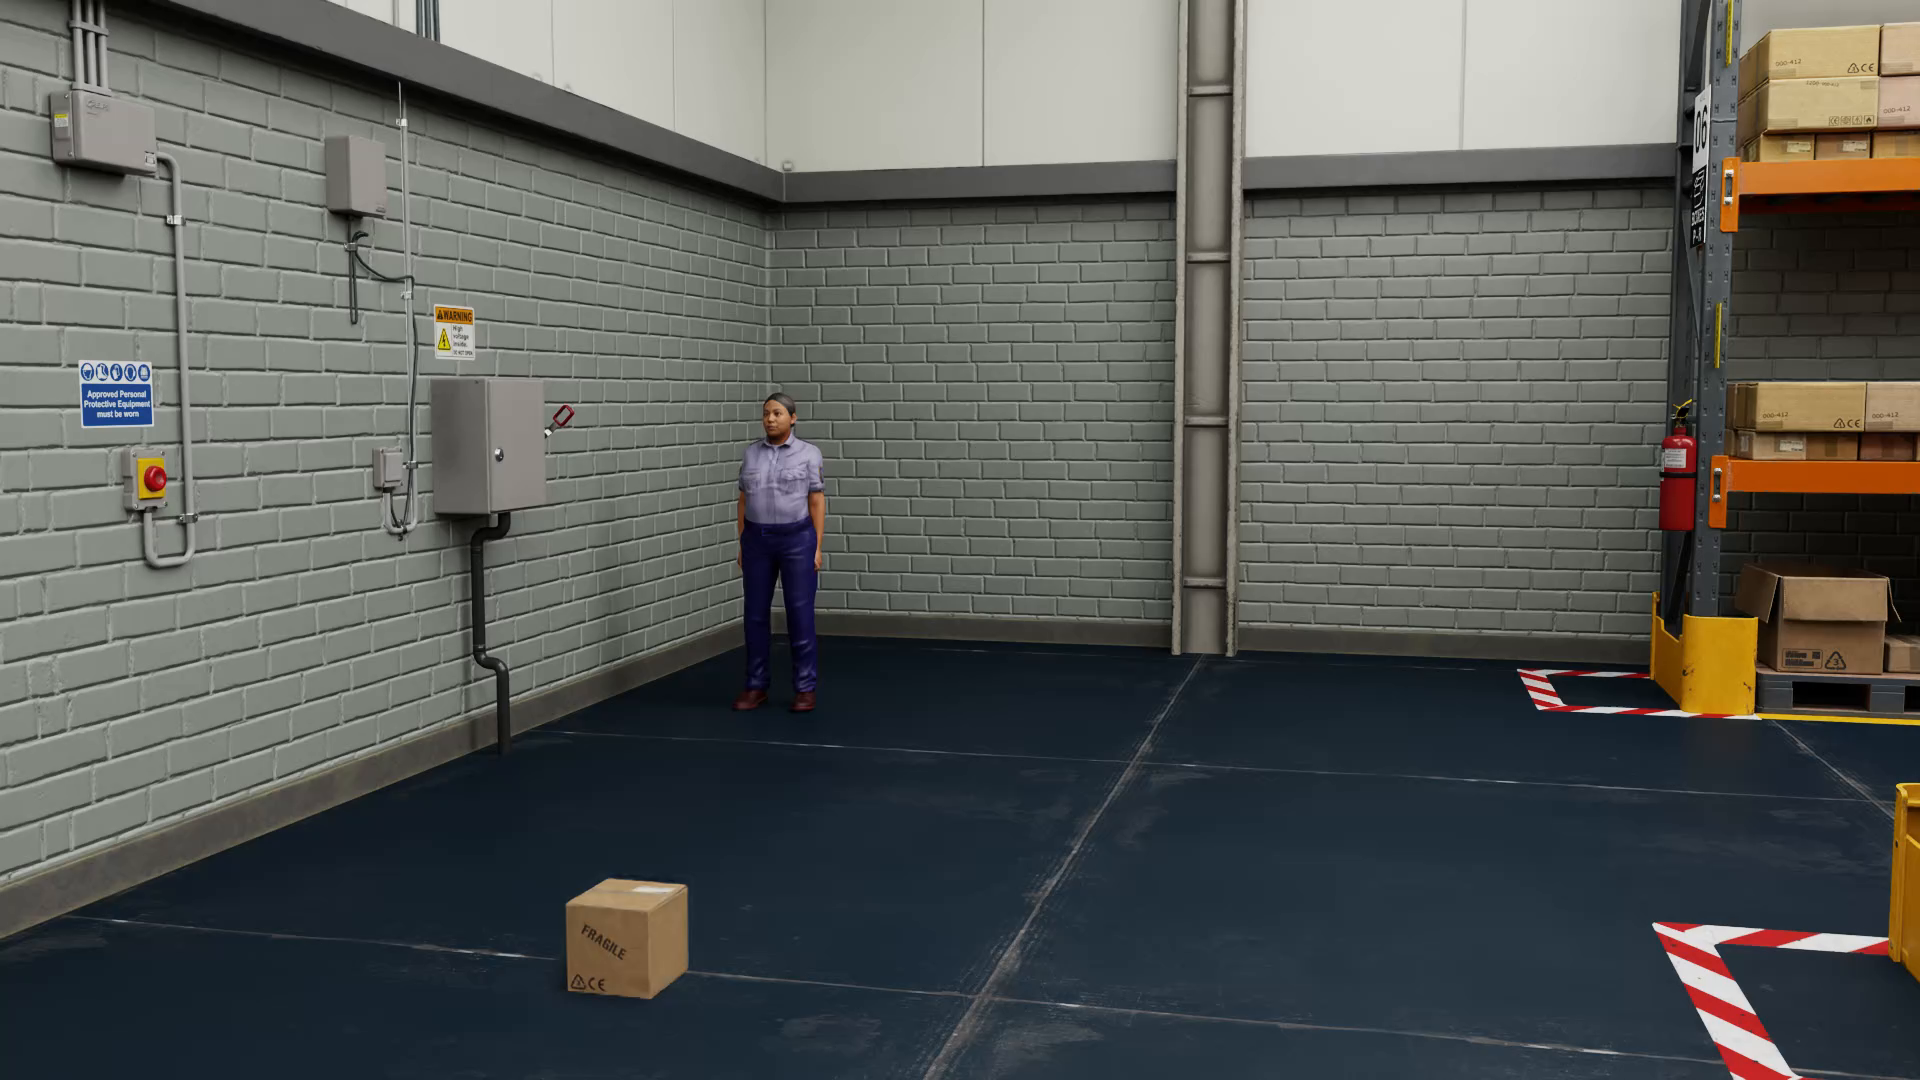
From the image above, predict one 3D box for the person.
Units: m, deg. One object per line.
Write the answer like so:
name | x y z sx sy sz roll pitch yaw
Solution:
person | -0.948 0.059 8.703 0.471 1.656 0.344 1 5 10
